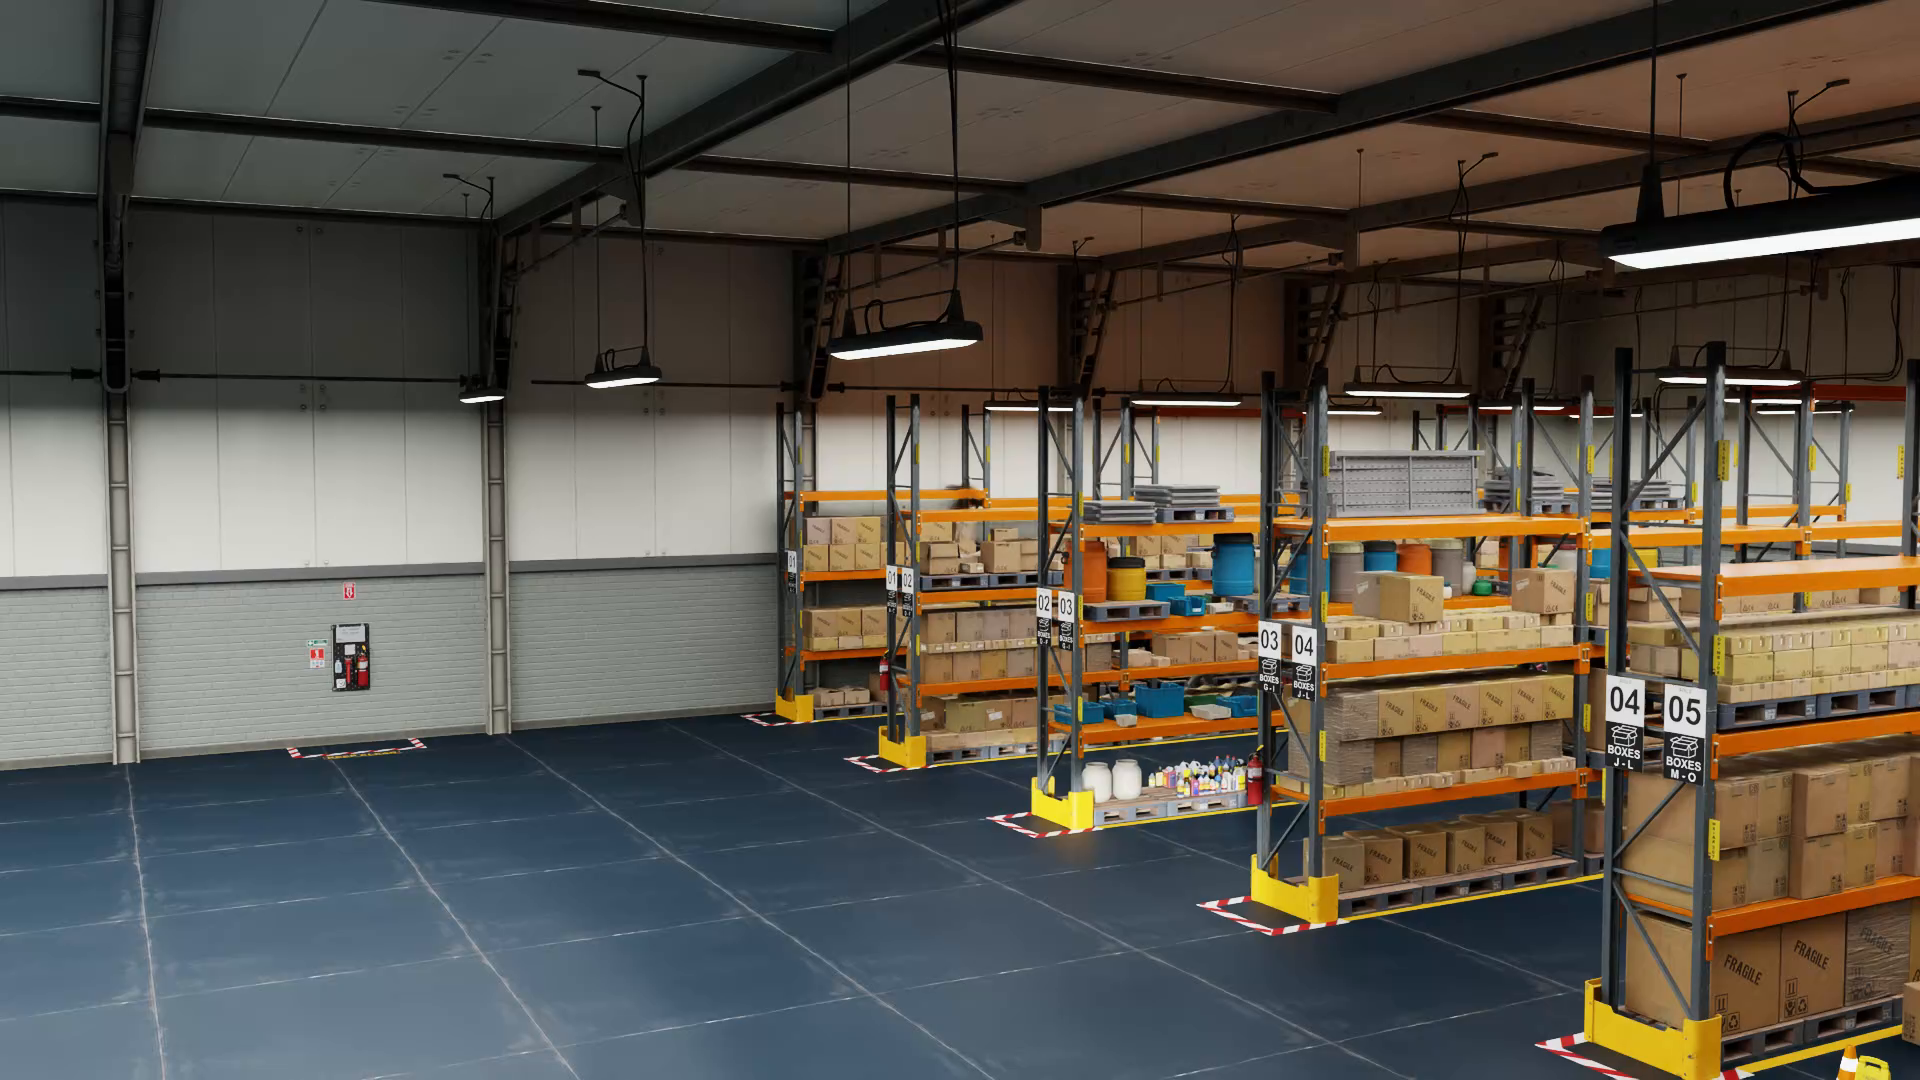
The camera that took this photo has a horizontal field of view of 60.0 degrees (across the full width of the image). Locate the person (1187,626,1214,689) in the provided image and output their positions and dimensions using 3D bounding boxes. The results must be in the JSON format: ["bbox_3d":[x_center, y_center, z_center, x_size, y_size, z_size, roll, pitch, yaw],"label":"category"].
[{"bbox_3d":[4.699,2.496,32.230,0.940,1.772,0.563,-2,4,-27],"label":"person"}]
